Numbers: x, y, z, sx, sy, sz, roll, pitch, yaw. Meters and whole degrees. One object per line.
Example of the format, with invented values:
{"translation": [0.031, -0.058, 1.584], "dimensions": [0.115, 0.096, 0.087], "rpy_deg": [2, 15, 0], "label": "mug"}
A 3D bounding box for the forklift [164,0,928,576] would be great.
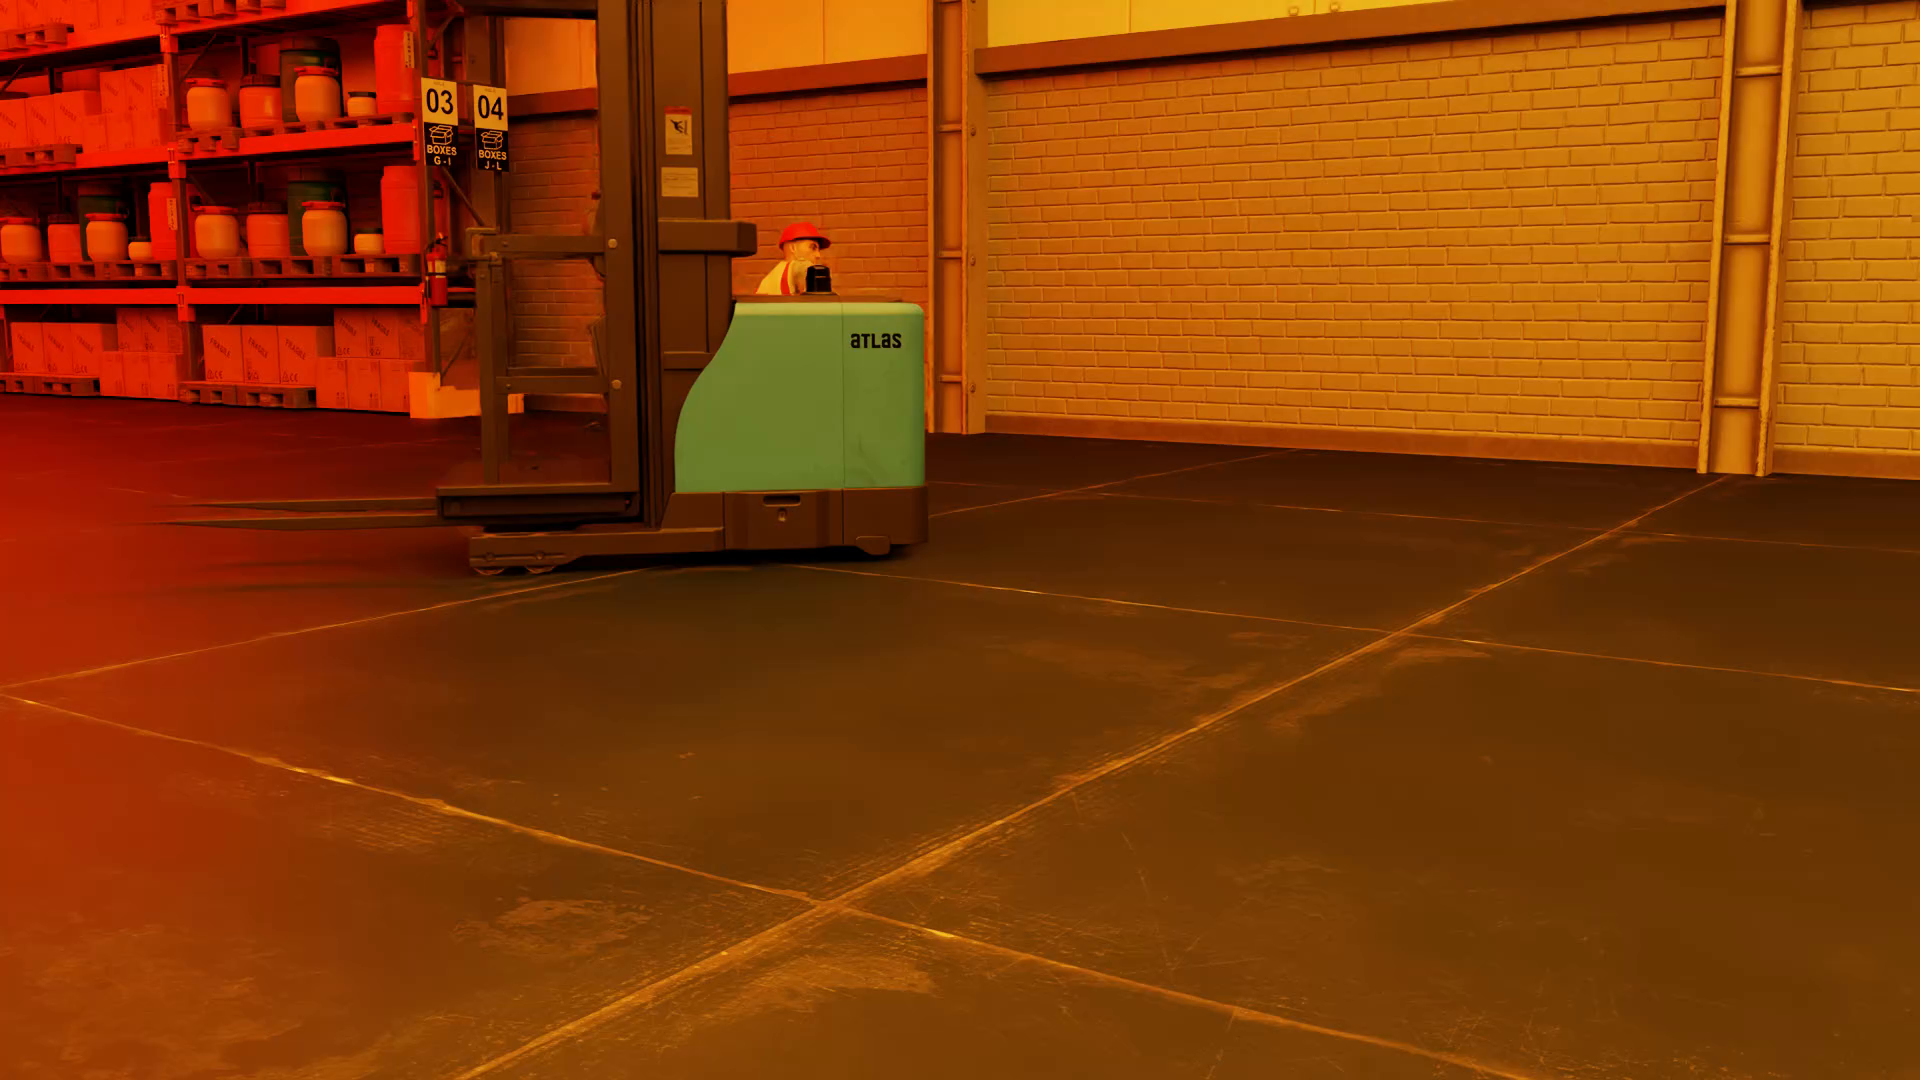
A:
{"translation": [-1.707, -1.391, 6.974], "dimensions": [3.031, 2.935, 1.130], "rpy_deg": [-2, 8, -12], "label": "forklift"}

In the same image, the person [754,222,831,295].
{"translation": [-0.829, -0.925, 8.902], "dimensions": [0.833, 1.539, 0.678], "rpy_deg": [6, 10, 36], "label": "person"}
